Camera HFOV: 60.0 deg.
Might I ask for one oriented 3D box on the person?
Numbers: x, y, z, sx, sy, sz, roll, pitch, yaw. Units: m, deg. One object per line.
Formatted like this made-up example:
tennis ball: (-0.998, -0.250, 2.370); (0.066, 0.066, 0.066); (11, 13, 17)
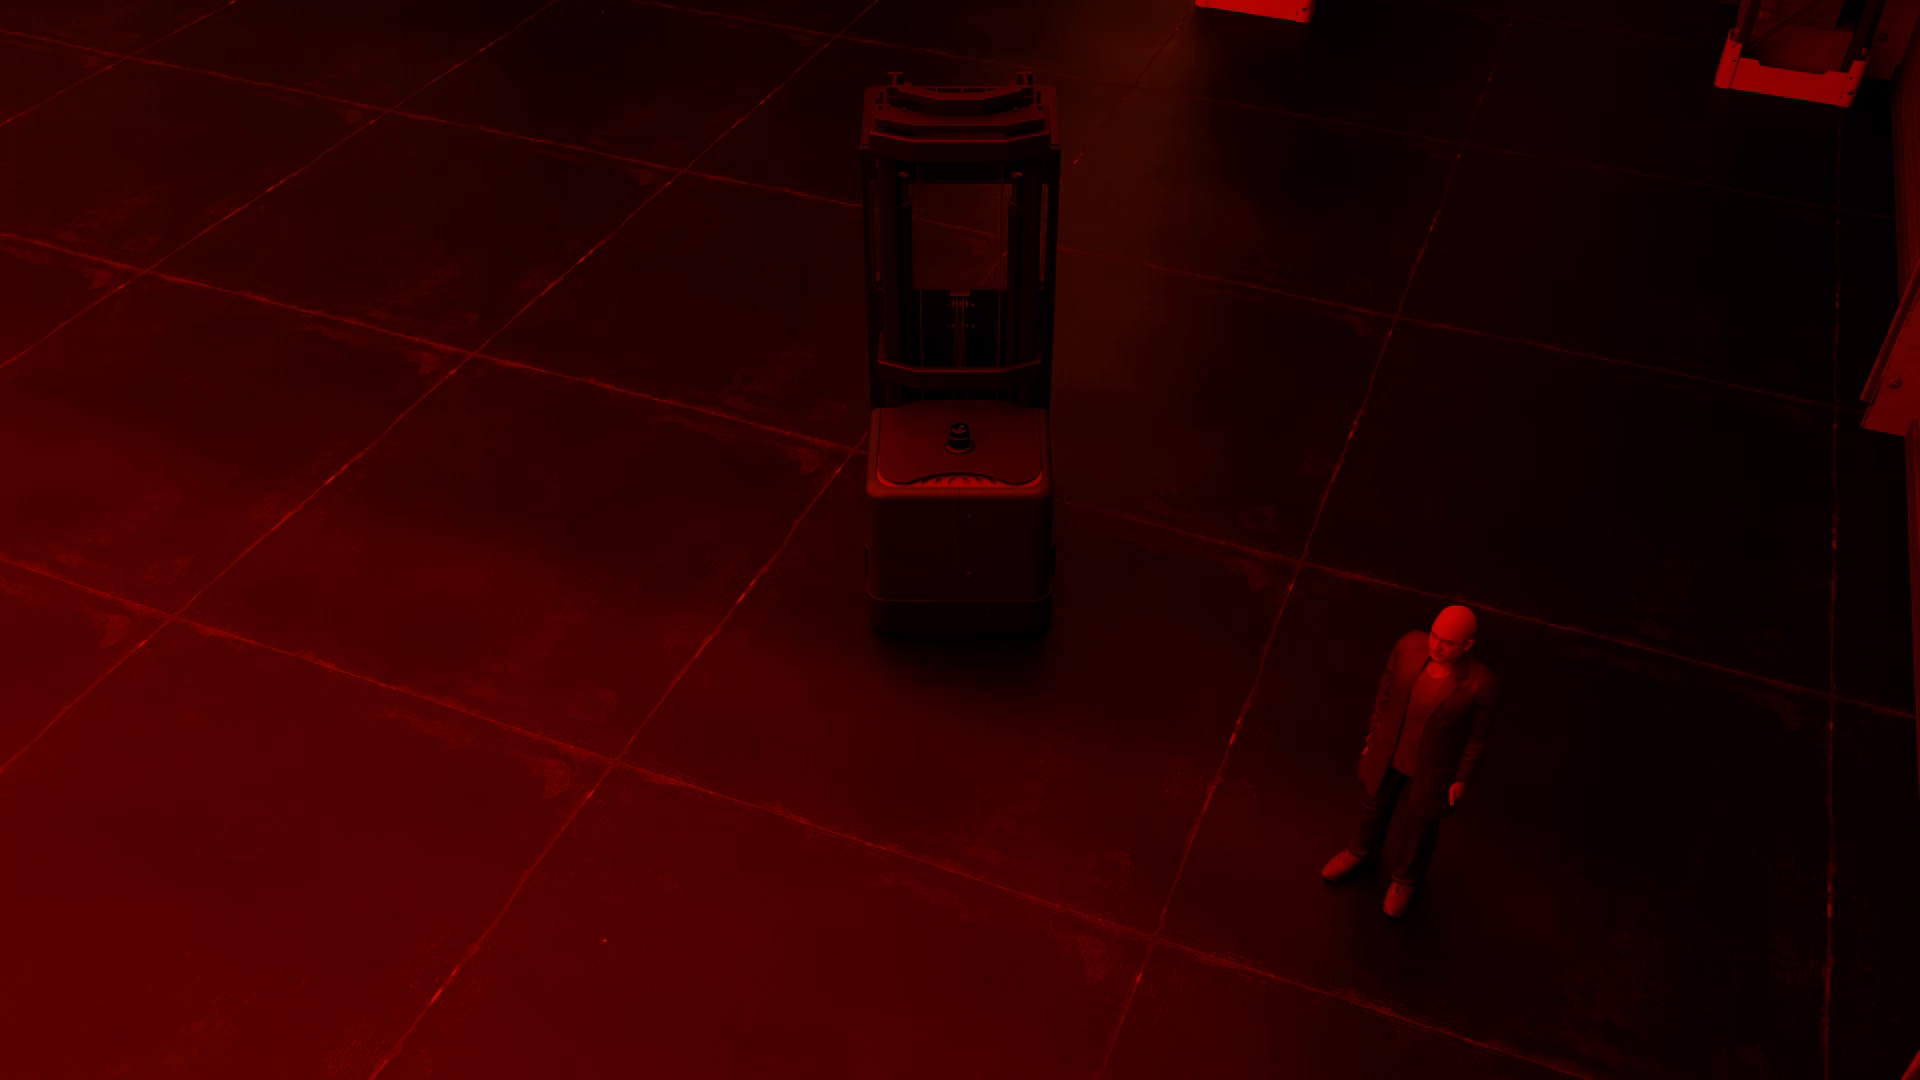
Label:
person: (2.101, 1.018, 7.685); (0.547, 1.782, 0.392); (30, 48, 31)

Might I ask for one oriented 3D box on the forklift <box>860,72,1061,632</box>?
forklift: (0.002, -1.515, 9.816); (1.130, 2.935, 3.031); (0, 40, 0)
